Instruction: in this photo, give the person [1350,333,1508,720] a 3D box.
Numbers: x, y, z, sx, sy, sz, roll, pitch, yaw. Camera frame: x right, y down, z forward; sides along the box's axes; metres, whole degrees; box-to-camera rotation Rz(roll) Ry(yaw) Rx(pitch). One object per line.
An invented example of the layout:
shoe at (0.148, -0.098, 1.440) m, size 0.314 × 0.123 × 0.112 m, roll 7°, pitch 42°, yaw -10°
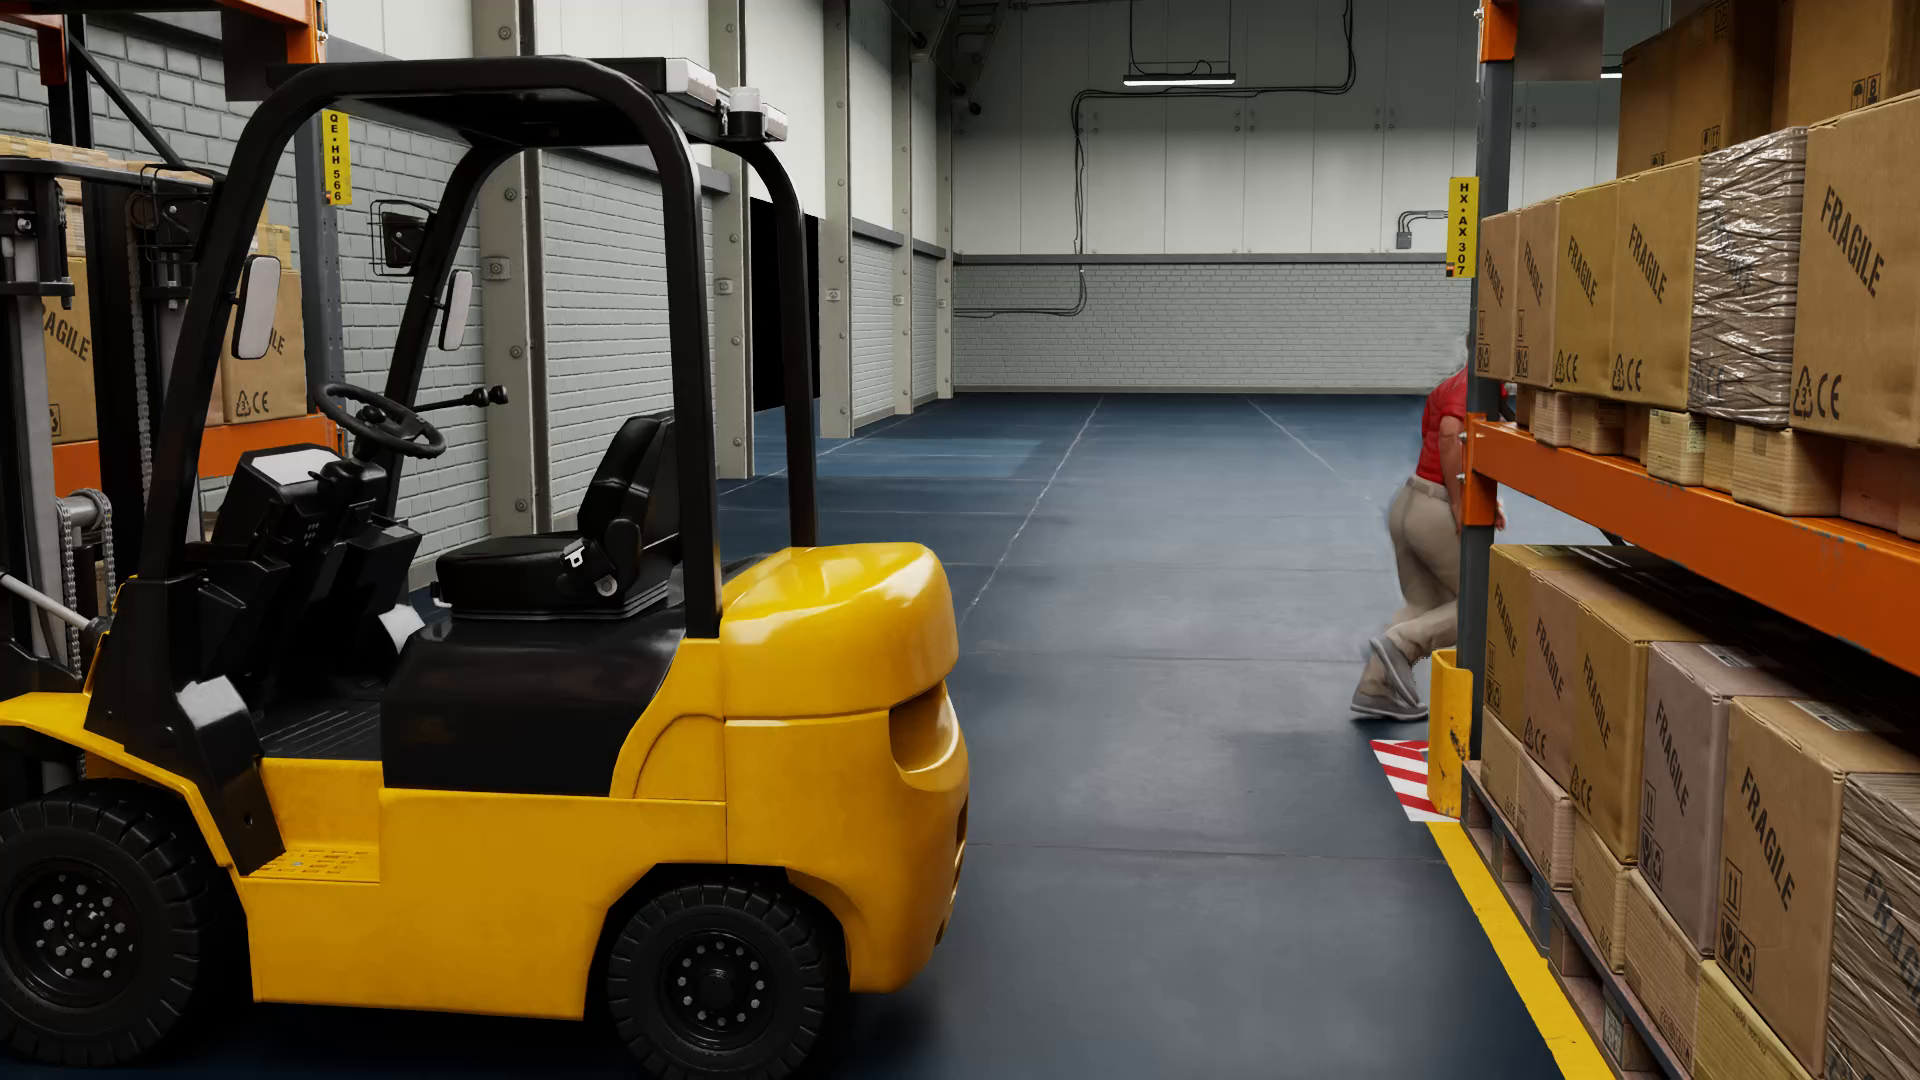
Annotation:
person at (1.938, -0.071, 6.754) m, size 0.647 × 1.632 × 0.683 m, roll 0°, pitch 8°, yaw -4°
